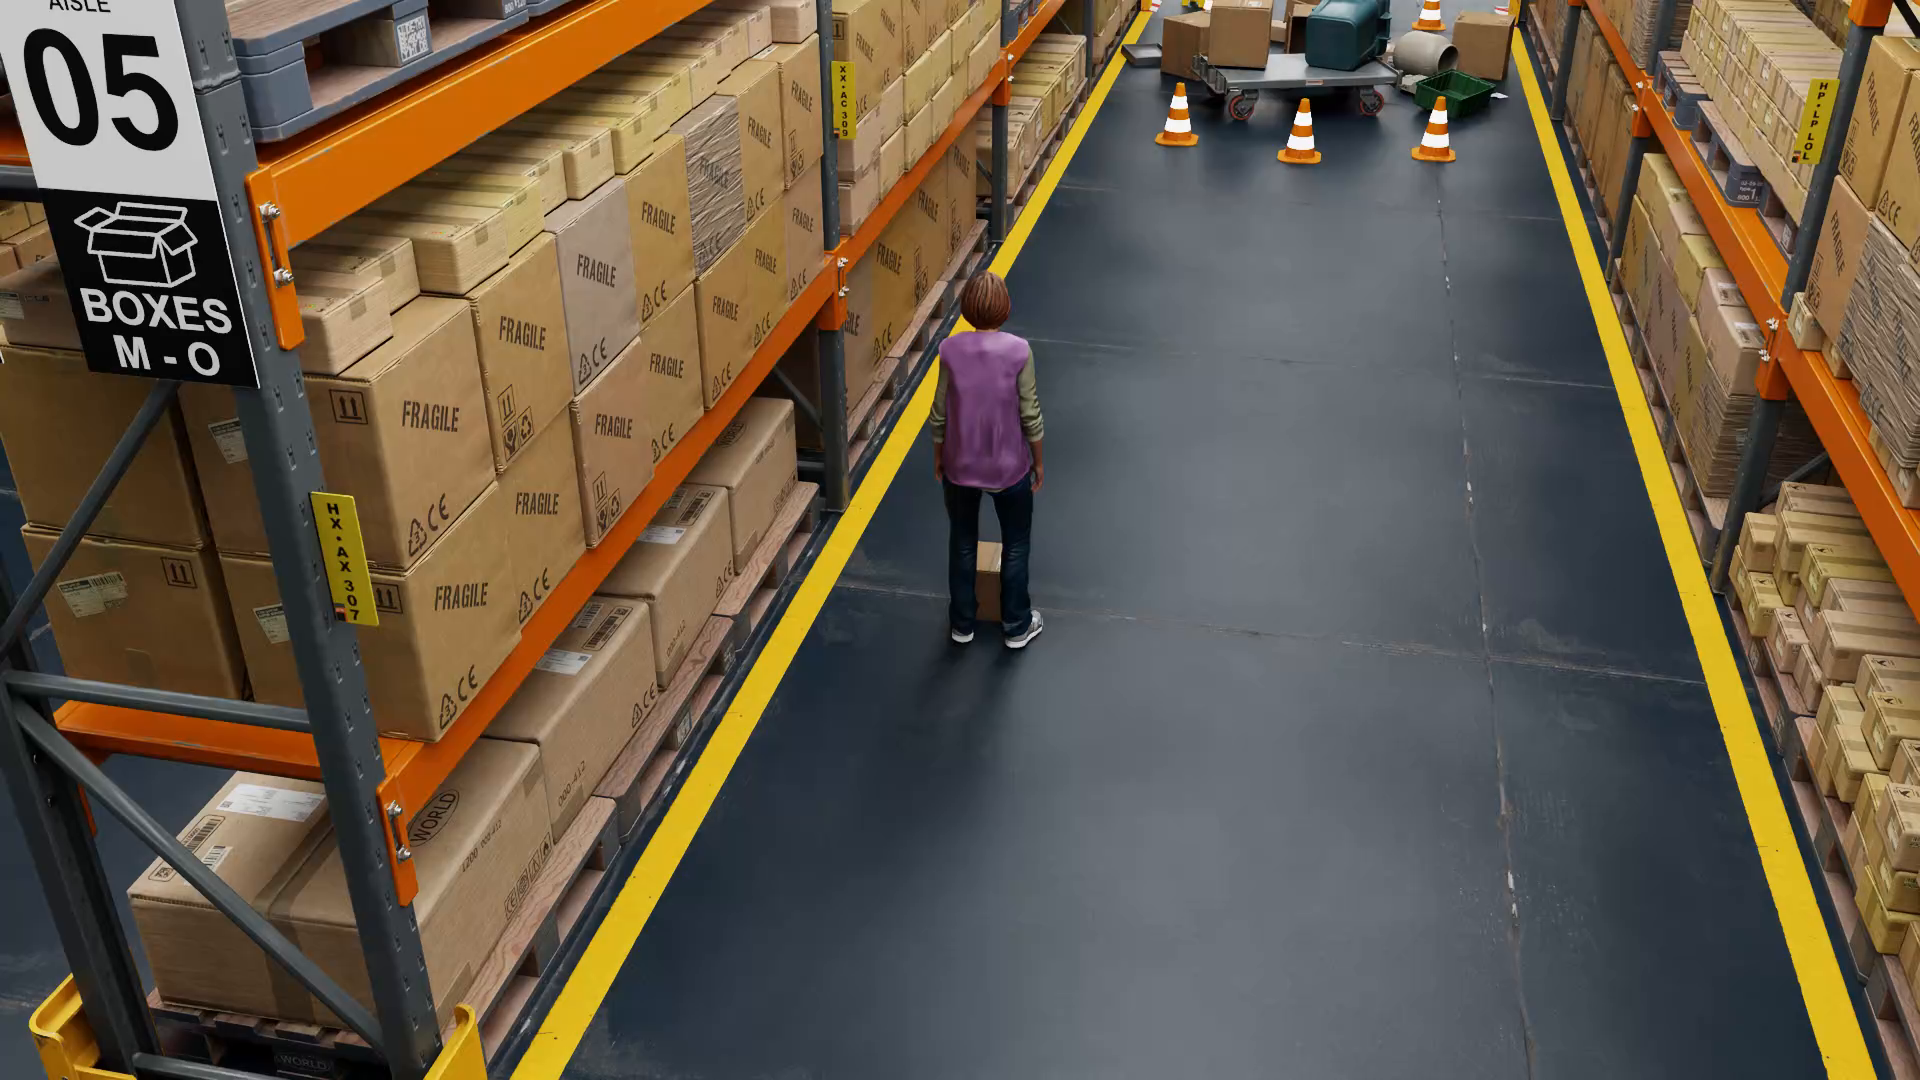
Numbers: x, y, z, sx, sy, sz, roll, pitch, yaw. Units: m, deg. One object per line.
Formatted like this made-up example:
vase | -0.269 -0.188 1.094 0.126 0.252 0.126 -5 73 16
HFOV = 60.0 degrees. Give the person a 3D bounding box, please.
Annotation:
person | 0.108 -0.288 6.654 0.460 1.591 0.345 5 30 9
